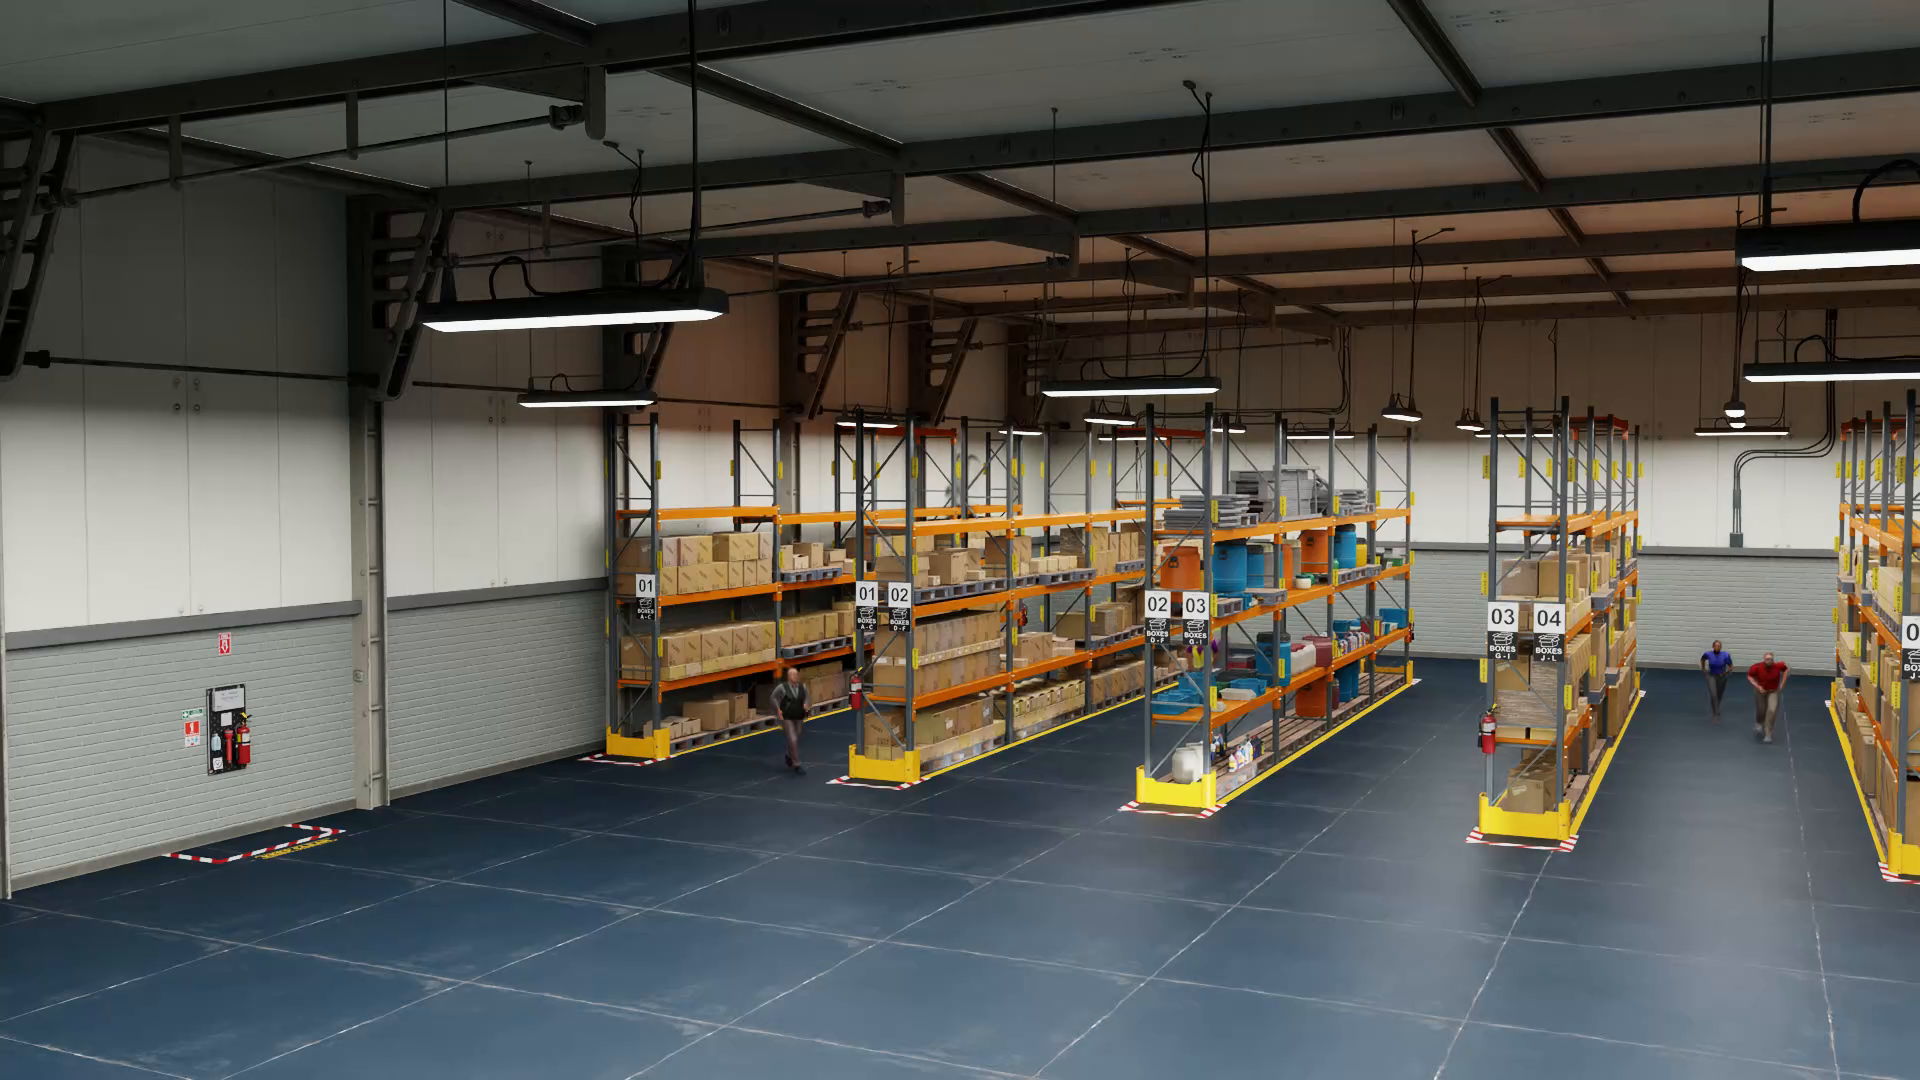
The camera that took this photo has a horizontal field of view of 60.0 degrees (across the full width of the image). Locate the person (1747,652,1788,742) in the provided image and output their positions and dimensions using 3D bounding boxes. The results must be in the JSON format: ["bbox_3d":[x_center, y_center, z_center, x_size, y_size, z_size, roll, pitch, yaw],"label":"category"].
[{"bbox_3d":[15.034,2.901,31.021,0.702,1.694,1.019,1,2,16],"label":"person"}]

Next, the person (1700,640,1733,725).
[{"bbox_3d":[15.068,2.805,33.120,0.581,1.655,1.041,1,3,17],"label":"person"}]

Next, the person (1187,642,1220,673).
[{"bbox_3d":[5.125,2.708,34.994,0.702,1.706,0.942,1,3,18],"label":"person"}]

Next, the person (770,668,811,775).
[{"bbox_3d":[-2.785,2.977,27.529,0.669,1.723,0.868,-1,3,-28],"label":"person"}]
